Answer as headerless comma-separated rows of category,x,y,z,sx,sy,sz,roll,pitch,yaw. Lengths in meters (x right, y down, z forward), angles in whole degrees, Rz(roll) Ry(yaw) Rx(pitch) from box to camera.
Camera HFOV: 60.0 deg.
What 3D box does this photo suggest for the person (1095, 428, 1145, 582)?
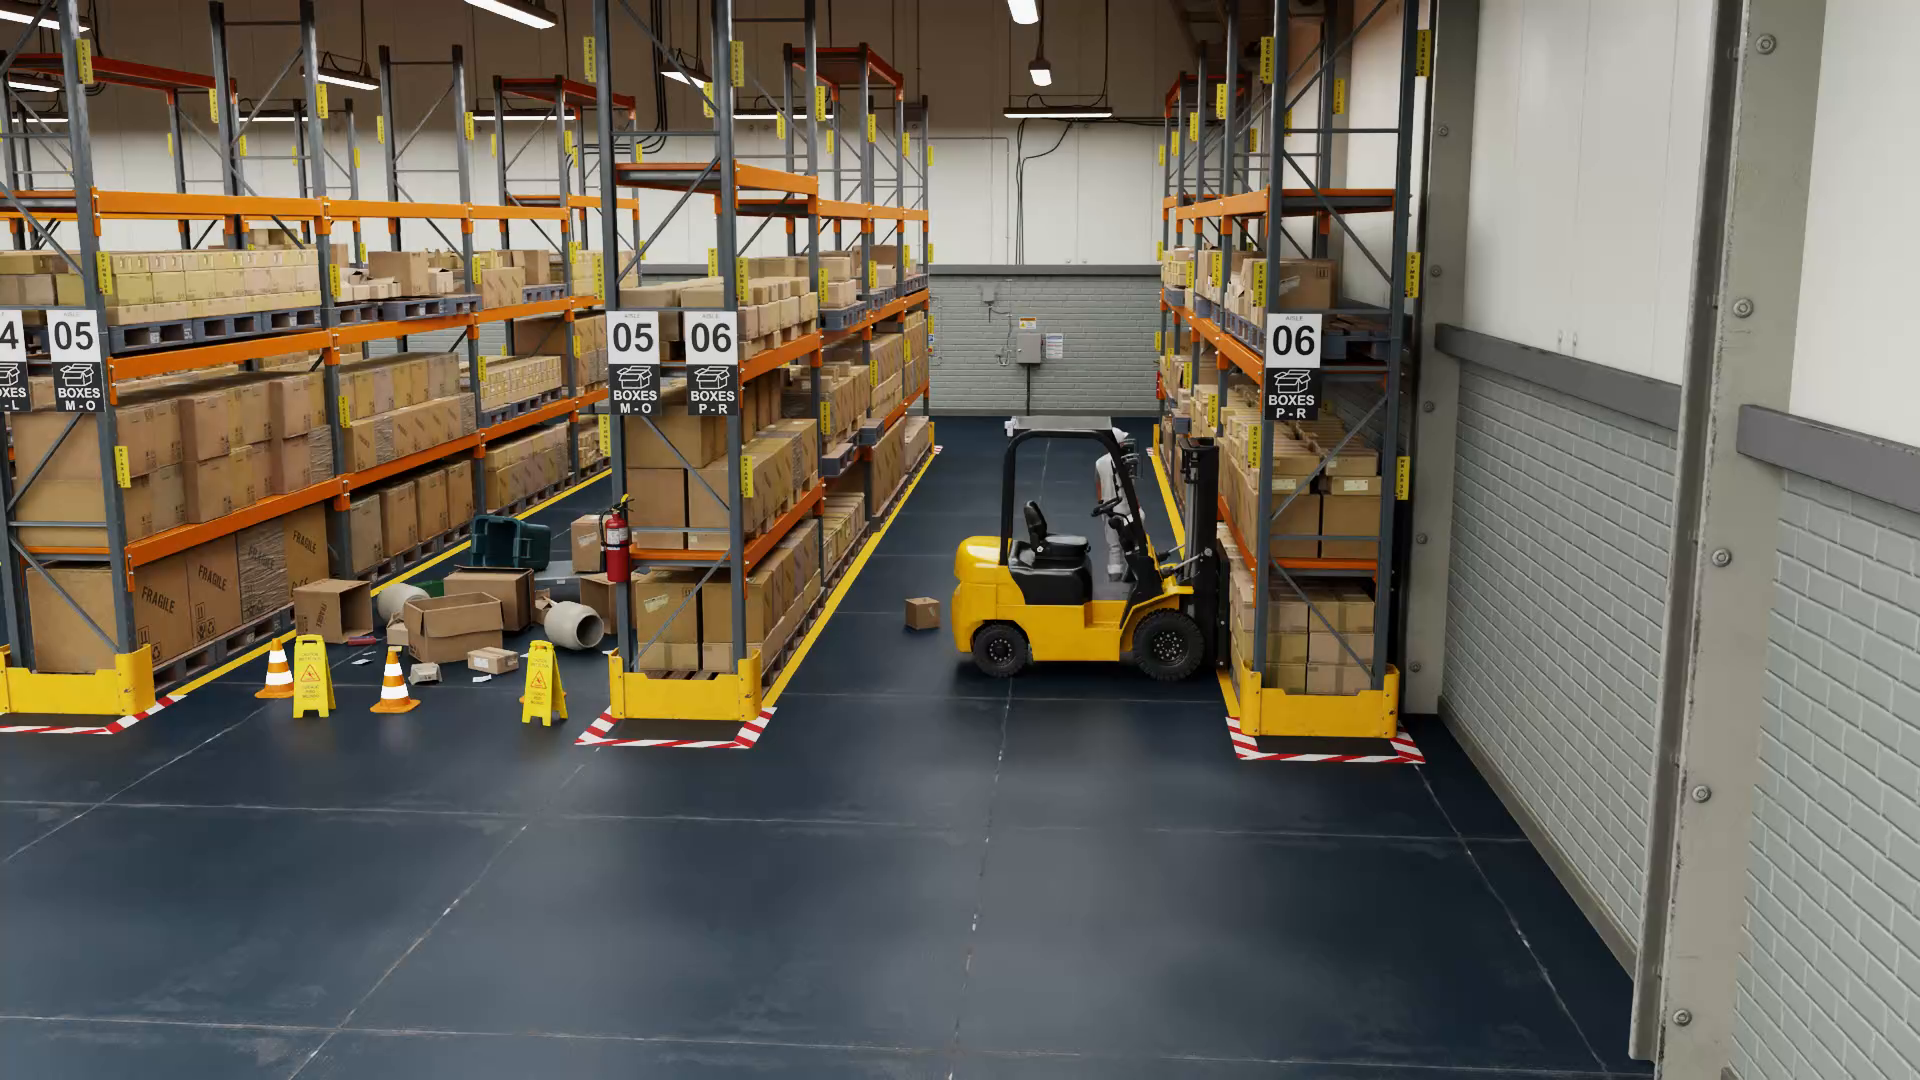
person,1.732,-0.280,17.297,0.562,1.787,0.637,-7,12,-32
